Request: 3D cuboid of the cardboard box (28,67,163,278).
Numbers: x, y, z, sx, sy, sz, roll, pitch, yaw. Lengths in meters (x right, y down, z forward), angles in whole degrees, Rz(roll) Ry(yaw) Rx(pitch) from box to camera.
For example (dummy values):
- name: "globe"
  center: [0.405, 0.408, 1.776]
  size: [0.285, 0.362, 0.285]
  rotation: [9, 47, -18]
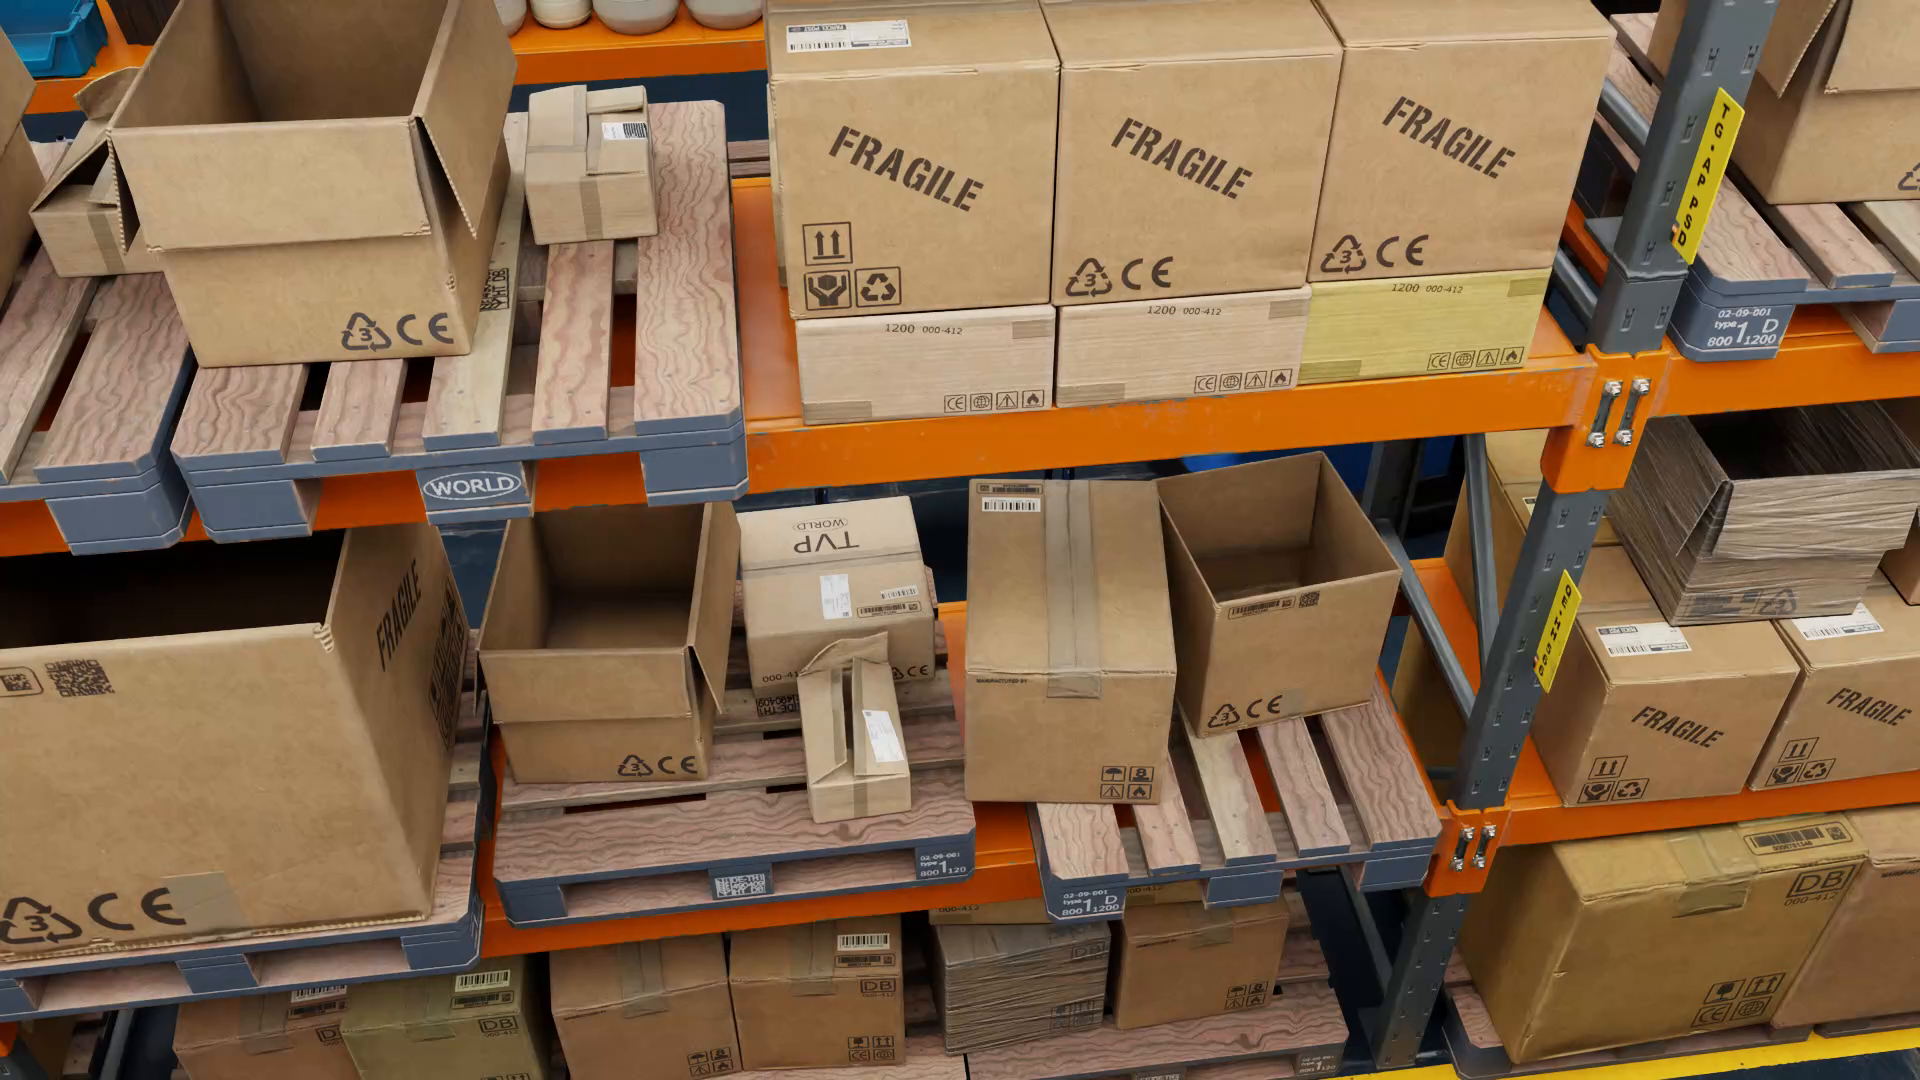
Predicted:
- name: "cardboard box"
  center: [-1.708, -0.761, 3.401]
  size: [0.258, 0.266, 0.396]
  rotation: [-4, 42, -4]

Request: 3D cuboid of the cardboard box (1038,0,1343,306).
- name: "cardboard box"
  center: [0.392, -0.817, 3.229]
  size: [0.500, 0.500, 0.500]
  rotation: [-5, 42, -6]

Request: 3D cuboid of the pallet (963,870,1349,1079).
- name: "pallet"
  center: [0.564, 1.362, 5.582]
  size: [1.213, 0.211, 1.003]
  rotation: [-5, 42, -6]

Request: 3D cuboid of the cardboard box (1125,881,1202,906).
- name: "cardboard box"
  center: [0.679, 0.825, 5.074]
  size: [0.500, 0.250, 0.500]
  rotation: [-3, 42, -4]

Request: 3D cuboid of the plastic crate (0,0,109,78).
- name: "plastic crate"
  center: [-4.331, -2.350, 7.727]
  size: [0.616, 0.251, 0.499]
  rotation: [-5, 42, -6]

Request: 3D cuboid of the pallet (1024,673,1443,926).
- name: "pallet"
  center: [0.646, 0.464, 4.639]
  size: [1.003, 0.211, 1.213]
  rotation: [-5, 42, -6]

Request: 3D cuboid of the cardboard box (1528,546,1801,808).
- name: "cardboard box"
  center: [1.856, 0.361, 4.535]
  size: [0.500, 0.500, 0.500]
  rotation: [-4, 42, -4]

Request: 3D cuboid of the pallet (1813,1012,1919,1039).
- name: "pallet"
  center: [3.338, 1.173, 5.792]
  size: [1.213, 0.211, 1.003]
  rotation: [-5, 42, -6]

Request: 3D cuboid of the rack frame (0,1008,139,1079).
- name: "rack frame"
  center: [-2.627, 0.607, 4.337]
  size: [0.127, 3.000, 1.000]
  rotation: [-5, 42, -6]

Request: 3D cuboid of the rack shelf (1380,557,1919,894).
- name: "rack shelf"
  center: [3.322, 0.354, 5.156]
  size: [4.000, 0.370, 1.077]
  rotation: [-5, 42, -6]

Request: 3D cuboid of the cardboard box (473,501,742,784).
- name: "cardboard box"
  center: [-0.920, 0.201, 4.397]
  size: [0.637, 0.503, 0.797]
  rotation: [-1, 42, -1]

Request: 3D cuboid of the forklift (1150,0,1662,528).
- name: "forklift"
  center: [2.368, -1.557, 6.788]
  size: [3.031, 2.935, 1.130]
  rotation: [-11, 43, -12]

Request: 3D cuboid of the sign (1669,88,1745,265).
- name: "sign"
  center: [1.408, -0.685, 3.145]
  size: [0.005, 0.325, 0.100]
  rotation: [-5, 42, -6]

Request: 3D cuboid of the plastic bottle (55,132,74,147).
- name: "plastic bottle"
  center: [-4.732, -2.014, 8.892]
  size: [0.185, 0.351, 0.144]
  rotation: [-5, 42, -6]

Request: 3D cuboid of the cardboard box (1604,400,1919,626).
- name: "cardboard box"
  center: [2.066, -0.202, 4.411]
  size: [0.637, 0.503, 0.797]
  rotation: [-4, 42, -4]

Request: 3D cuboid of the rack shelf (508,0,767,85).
- name: "rack shelf"
  center: [-1.286, -2.589, 8.417]
  size: [4.000, 0.370, 1.077]
  rotation: [-5, 42, -6]

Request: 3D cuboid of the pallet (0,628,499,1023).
- name: "pallet"
  center: [-1.850, 0.709, 4.368]
  size: [1.213, 0.211, 1.003]
  rotation: [-5, 42, -6]

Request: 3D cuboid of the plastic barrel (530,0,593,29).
- name: "plastic barrel"
  center: [-1.937, -2.644, 8.045]
  size: [0.301, 0.262, 0.301]
  rotation: [0, 42, 0]

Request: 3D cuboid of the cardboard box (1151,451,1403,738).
- name: "cardboard box"
  center: [0.809, 0.140, 4.467]
  size: [0.500, 0.500, 0.500]
  rotation: [-10, 43, -11]

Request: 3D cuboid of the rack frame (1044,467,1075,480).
- name: "rack frame"
  center: [0.419, -0.594, 6.788]
  size: [0.032, 1.500, 0.500]
  rotation: [-5, 42, -6]

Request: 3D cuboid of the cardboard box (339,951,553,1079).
- name: "cardboard box"
  center: [-1.540, 1.304, 5.102]
  size: [0.500, 0.500, 0.700]
  rotation: [-5, 42, -6]

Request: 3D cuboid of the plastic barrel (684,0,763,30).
- name: "plastic barrel"
  center: [-1.136, -2.771, 7.981]
  size: [0.433, 0.535, 0.433]
  rotation: [0, 42, 0]

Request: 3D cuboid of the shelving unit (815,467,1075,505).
- name: "shelving unit"
  center: [-0.085, -0.549, 6.739]
  size: [1.048, 1.500, 0.538]
  rotation: [-5, 42, -6]

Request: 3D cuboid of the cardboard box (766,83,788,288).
- name: "cardboard box"
  center: [-0.177, -0.831, 3.804]
  size: [0.500, 0.250, 0.500]
  rotation: [-4, 42, -5]

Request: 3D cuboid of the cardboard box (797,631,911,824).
- name: "cardboard box"
  center: [-0.279, 0.478, 4.267]
  size: [0.258, 0.266, 0.396]
  rotation: [-6, 42, -7]

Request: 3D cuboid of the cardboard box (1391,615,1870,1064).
- name: "cardboard box"
  center: [2.026, 0.847, 5.344]
  size: [0.875, 0.875, 1.225]
  rotation: [-7, 42, -8]

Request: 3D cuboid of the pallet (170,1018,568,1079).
- name: "pallet"
  center: [-1.855, 1.574, 5.347]
  size: [1.213, 0.211, 1.003]
  rotation: [-5, 42, -6]

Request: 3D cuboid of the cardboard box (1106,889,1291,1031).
- name: "cardboard box"
  center: [0.677, 1.096, 5.333]
  size: [0.500, 0.500, 0.700]
  rotation: [-7, 43, -8]

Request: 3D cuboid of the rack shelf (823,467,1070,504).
- name: "rack shelf"
  center: [-0.085, -0.416, 6.860]
  size: [1.000, 0.185, 0.538]
  rotation: [-5, 42, -6]

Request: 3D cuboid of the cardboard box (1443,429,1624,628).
- name: "cardboard box"
  center: [1.796, 0.016, 4.919]
  size: [0.500, 0.500, 0.500]
  rotation: [-4, 42, -4]

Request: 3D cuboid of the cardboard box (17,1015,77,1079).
- name: "cardboard box"
  center: [-3.029, 1.388, 5.025]
  size: [0.500, 0.500, 0.500]
  rotation: [-6, 42, -7]

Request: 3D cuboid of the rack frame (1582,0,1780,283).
- name: "rack frame"
  center: [1.339, -1.968, 2.713]
  size: [0.127, 3.000, 1.000]
  rotation: [-5, 42, -6]

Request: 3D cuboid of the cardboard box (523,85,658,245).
- name: "cardboard box"
  center: [-0.781, -0.805, 3.524]
  size: [0.250, 0.166, 0.380]
  rotation: [-6, 42, -7]

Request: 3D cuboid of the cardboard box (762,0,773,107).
- name: "cardboard box"
  center: [-0.161, -1.117, 3.561]
  size: [0.500, 0.500, 0.500]
  rotation: [-6, 42, -7]

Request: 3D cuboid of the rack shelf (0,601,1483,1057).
- name: "rack shelf"
  center: [-0.644, 0.701, 4.771]
  size: [4.000, 0.370, 1.077]
  rotation: [-5, 42, -6]

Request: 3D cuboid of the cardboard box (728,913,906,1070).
- name: "cardboard box"
  center: [-0.432, 1.207, 5.210]
  size: [0.500, 0.500, 0.700]
  rotation: [-2, 42, -2]

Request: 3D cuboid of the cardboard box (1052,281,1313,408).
- name: "cardboard box"
  center: [0.409, -0.542, 3.484]
  size: [0.500, 0.250, 0.500]
  rotation: [-5, 42, -6]

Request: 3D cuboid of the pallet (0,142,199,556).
- name: "pallet"
  center: [-2.001, -0.420, 3.376]
  size: [1.003, 0.211, 1.213]
  rotation: [-5, 42, -6]
